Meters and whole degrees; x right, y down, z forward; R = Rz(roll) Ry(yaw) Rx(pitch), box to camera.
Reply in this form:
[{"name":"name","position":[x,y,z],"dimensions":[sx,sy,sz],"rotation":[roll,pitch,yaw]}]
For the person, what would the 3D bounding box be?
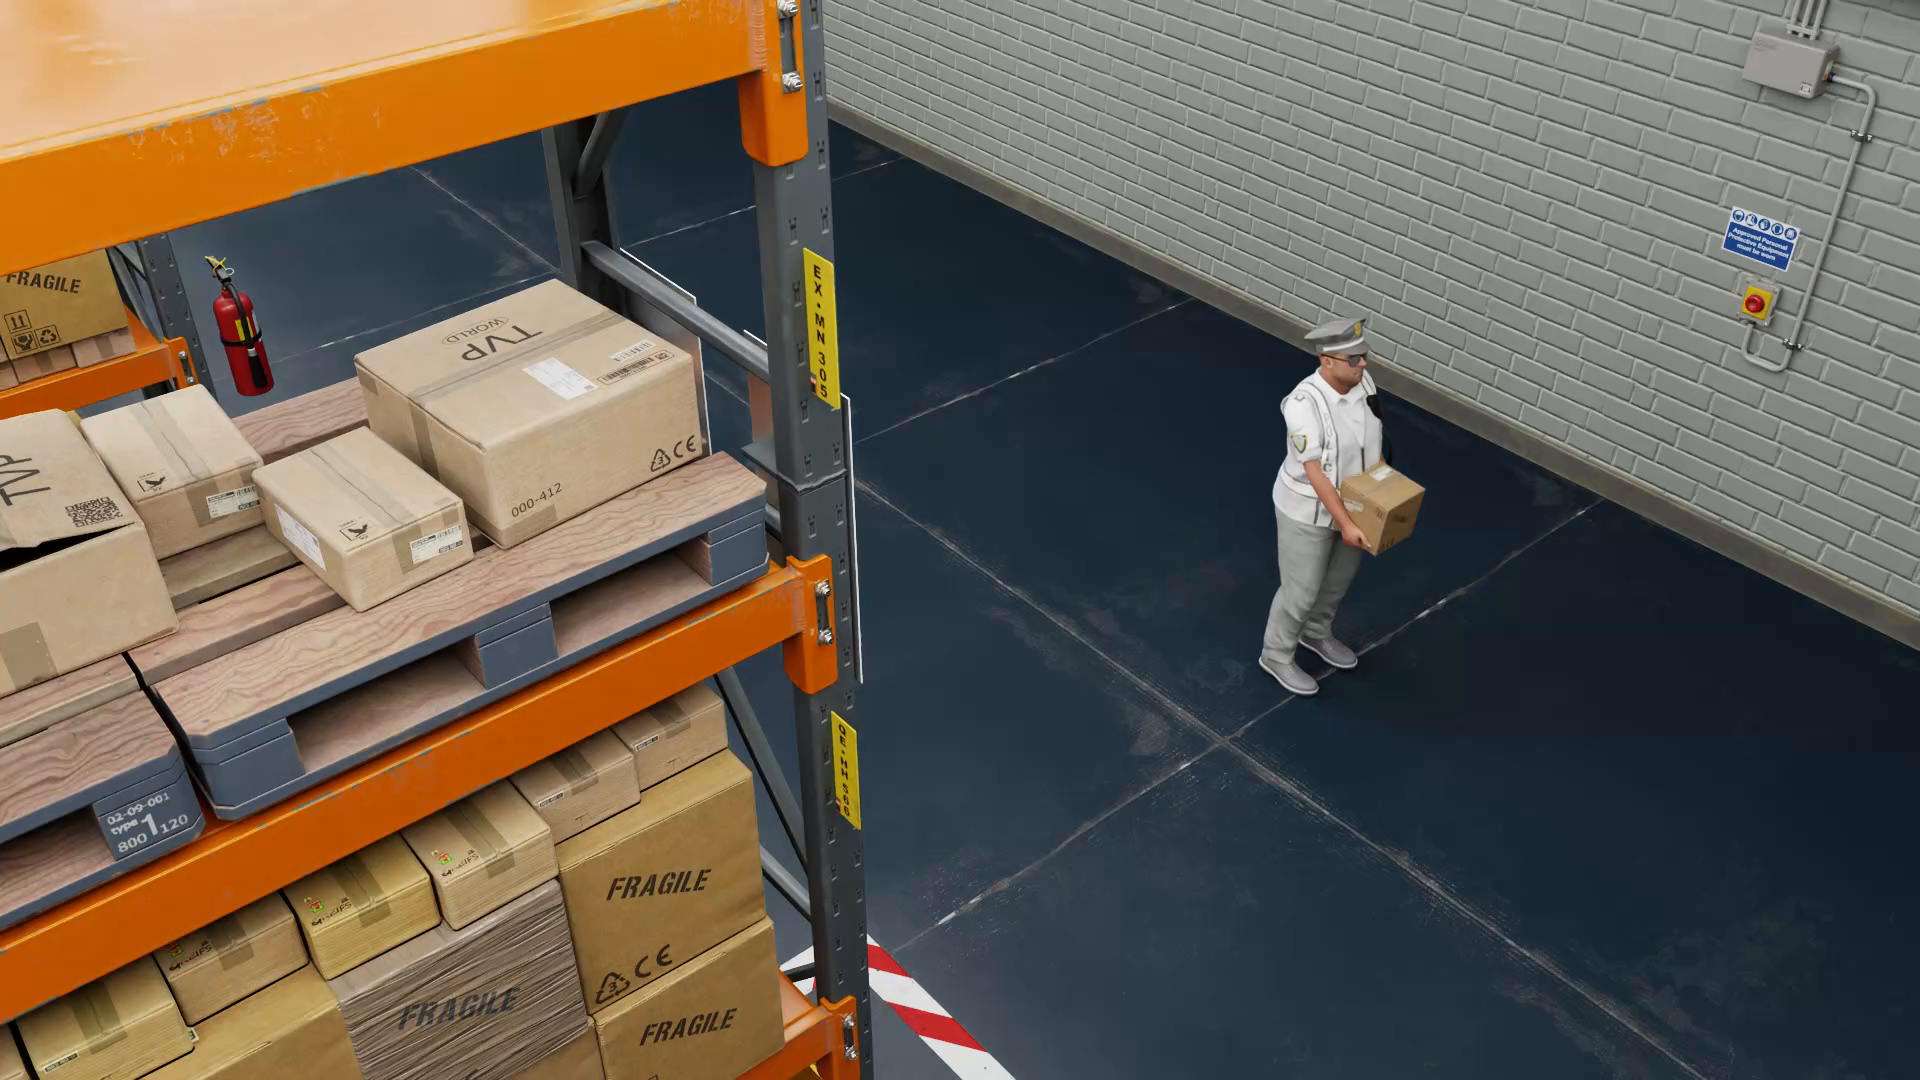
[{"name":"person","position":[1.655,-0.130,7.232],"dimensions":[0.496,1.772,0.561],"rotation":[-26,43,-32]}]
